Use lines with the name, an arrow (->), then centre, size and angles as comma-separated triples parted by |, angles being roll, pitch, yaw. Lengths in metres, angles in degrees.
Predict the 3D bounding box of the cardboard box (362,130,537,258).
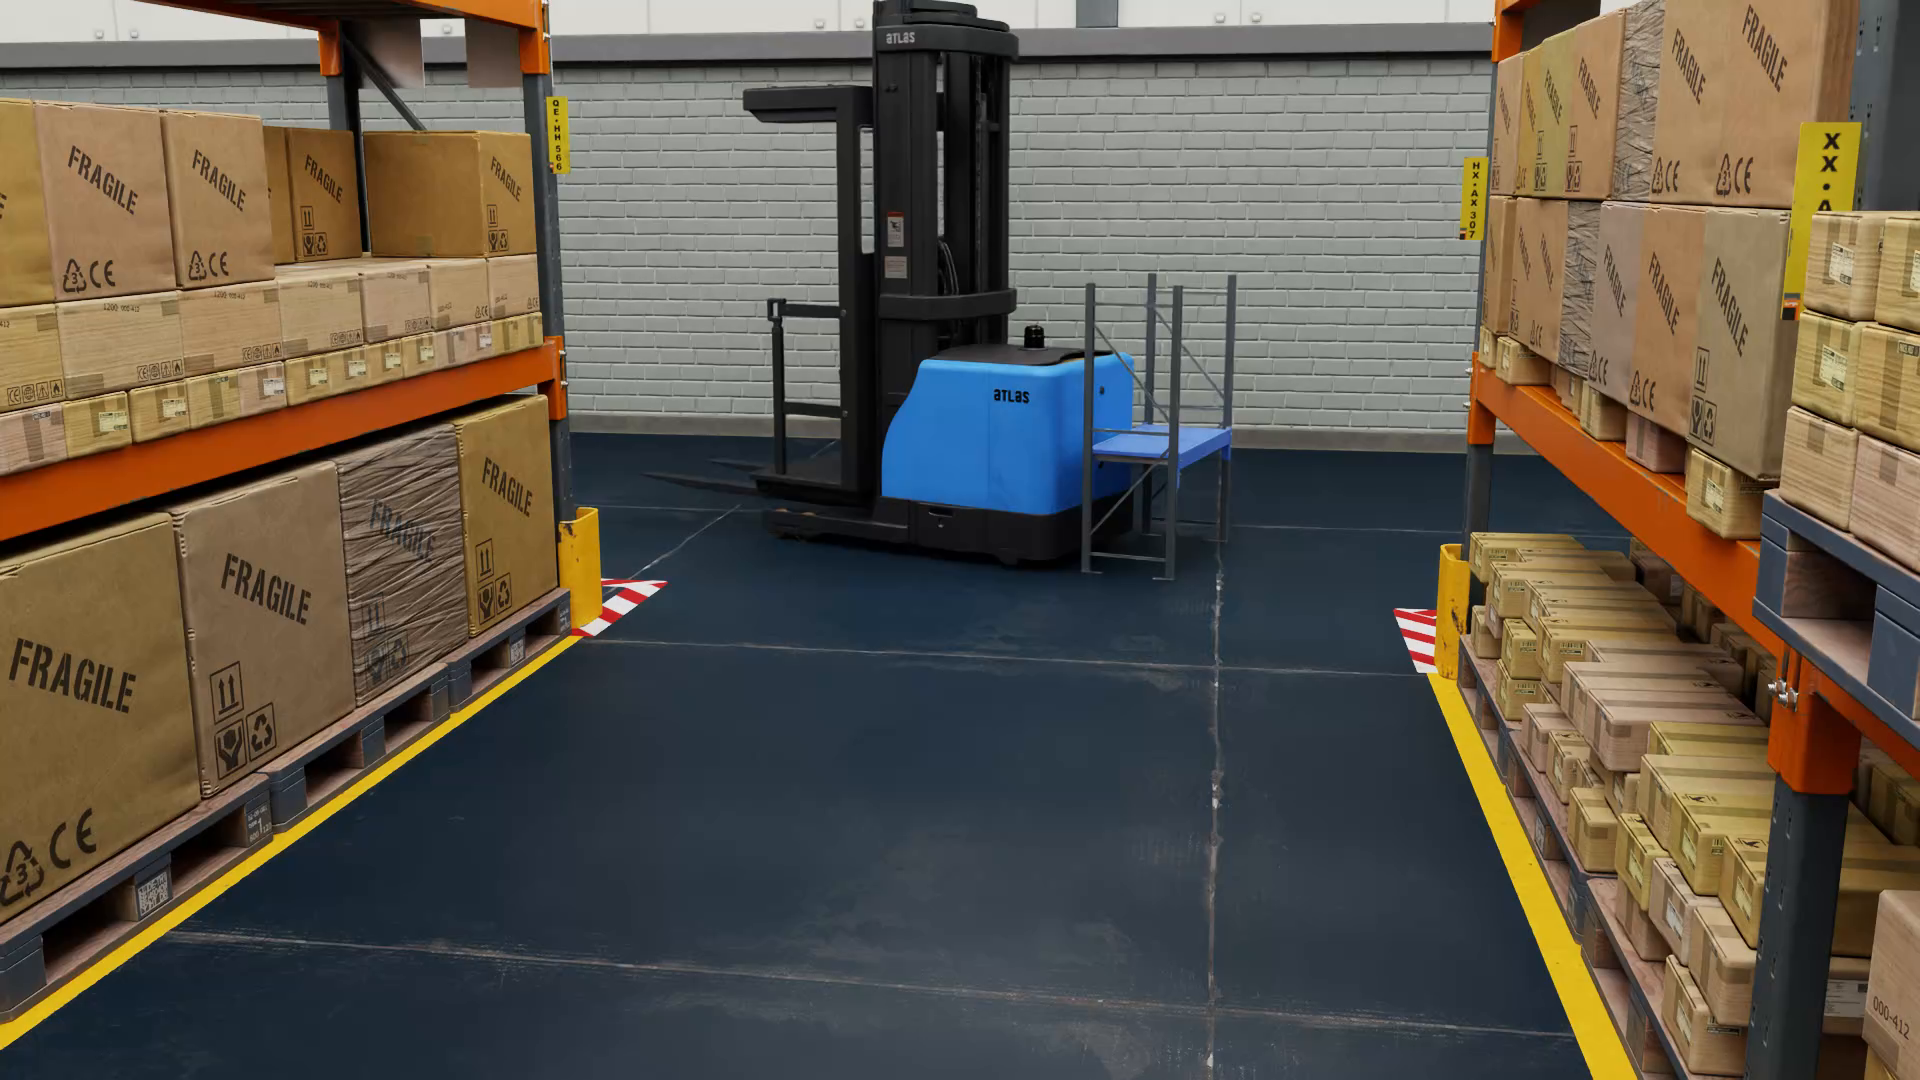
cardboard box -> -2.106, -1.434, 6.899 | 0.500, 0.500, 0.500 | 2, 12, 9

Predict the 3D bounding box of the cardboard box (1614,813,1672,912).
cardboard box -> 1.767, 0.763, 3.899 | 0.380, 0.149, 0.250 | 1, 12, 7

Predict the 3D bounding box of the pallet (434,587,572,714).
pallet -> -2.336, 0.426, 7.014 | 1.003, 0.211, 1.213 | 2, 12, 9

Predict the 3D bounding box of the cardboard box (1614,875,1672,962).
cardboard box -> 1.803, 0.896, 3.987 | 0.380, 0.149, 0.250 | 1, 12, 7

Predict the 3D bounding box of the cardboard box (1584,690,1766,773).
cardboard box -> 1.876, 0.506, 4.382 | 0.380, 0.149, 0.250 | 1, 12, 6

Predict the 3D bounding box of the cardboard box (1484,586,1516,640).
cardboard box -> 2.163, 0.275, 6.162 | 0.380, 0.149, 0.250 | 2, 12, 8

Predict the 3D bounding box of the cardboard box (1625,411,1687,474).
cardboard box -> 1.901, -0.257, 4.161 | 0.380, 0.149, 0.250 | 1, 12, 6

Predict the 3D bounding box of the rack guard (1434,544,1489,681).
rack guard -> 2.583, 0.314, 6.851 | 1.175, 0.500, 0.348 | 2, 12, 9

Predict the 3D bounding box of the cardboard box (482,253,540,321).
cardboard box -> -2.103, -1.068, 6.981 | 0.500, 0.250, 0.500 | 2, 12, 8

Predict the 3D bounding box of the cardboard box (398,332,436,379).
cardboard box -> -2.175, -0.685, 6.150 | 0.380, 0.149, 0.250 | 2, 12, 7

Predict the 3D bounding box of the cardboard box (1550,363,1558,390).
cardboard box -> 2.224, -0.577, 5.649 | 0.380, 0.149, 0.250 | 2, 12, 11

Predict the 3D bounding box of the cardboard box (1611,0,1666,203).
cardboard box -> 1.952, -1.095, 4.137 | 0.500, 0.500, 0.500 | 2, 12, 10

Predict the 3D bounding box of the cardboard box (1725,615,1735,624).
cardboard box -> 2.665, 0.310, 5.293 | 0.380, 0.149, 0.250 | 2, 12, 11

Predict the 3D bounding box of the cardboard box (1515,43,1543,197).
cardboard box -> 2.192, -1.417, 5.631 | 0.500, 0.500, 0.500 | 2, 12, 10

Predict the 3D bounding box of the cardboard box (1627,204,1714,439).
cardboard box -> 1.856, -0.504, 3.766 | 0.500, 0.500, 0.500 | 2, 12, 7

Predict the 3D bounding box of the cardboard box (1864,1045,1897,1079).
cardboard box -> 1.604, 1.071, 2.342 | 0.500, 0.500, 0.500 | 2, 12, 11

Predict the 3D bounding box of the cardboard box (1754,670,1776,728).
cardboard box -> 2.426, 0.467, 4.565 | 0.380, 0.149, 0.250 | 1, 12, 6

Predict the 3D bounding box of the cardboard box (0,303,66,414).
cardboard box -> -2.575, -0.434, 4.039 | 0.500, 0.250, 0.500 | 2, 12, 8

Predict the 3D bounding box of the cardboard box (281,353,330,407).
cardboard box -> -2.293, -0.526, 5.409 | 0.380, 0.149, 0.250 | 2, 12, 7

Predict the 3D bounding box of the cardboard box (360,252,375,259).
cardboard box -> -2.631, -1.087, 7.066 | 0.500, 0.250, 0.500 | 2, 12, 7

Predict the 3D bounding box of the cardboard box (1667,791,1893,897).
cardboard box -> 1.777, 0.669, 3.626 | 0.380, 0.149, 0.250 | 2, 12, 9

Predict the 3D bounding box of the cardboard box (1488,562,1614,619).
cardboard box -> 2.090, 0.181, 5.891 | 0.380, 0.149, 0.250 | 2, 12, 8

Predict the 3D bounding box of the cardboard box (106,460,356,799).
cardboard box -> -2.587, 0.238, 5.315 | 0.875, 0.875, 0.875 | 2, 12, 9

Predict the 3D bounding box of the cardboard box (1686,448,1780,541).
cardboard box -> 1.724, -0.093, 3.400 | 0.380, 0.149, 0.250 | 2, 12, 7

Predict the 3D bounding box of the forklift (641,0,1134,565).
forklift -> -0.534, -1.513, 9.557 | 3.031, 2.935, 1.130 | 8, 14, 32

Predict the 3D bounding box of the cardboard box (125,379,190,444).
cardboard box -> -2.412, -0.365, 4.665 | 0.380, 0.149, 0.250 | 2, 12, 7

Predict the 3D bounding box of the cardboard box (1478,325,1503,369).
cardboard box -> 2.221, -0.744, 6.424 | 0.380, 0.149, 0.250 | 2, 12, 8

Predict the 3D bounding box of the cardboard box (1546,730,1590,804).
cardboard box -> 1.973, 0.685, 4.963 | 0.380, 0.149, 0.250 | 2, 12, 9

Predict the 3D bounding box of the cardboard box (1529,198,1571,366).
cardboard box -> 2.108, -0.820, 5.235 | 0.500, 0.500, 0.500 | 2, 12, 9

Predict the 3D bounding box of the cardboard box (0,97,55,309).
cardboard box -> -2.579, -0.803, 3.970 | 0.500, 0.500, 0.500 | 2, 12, 9

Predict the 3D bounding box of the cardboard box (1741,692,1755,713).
cardboard box -> 2.593, 0.507, 5.084 | 0.380, 0.149, 0.250 | 3, 12, 11

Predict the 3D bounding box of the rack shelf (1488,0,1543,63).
rack shelf -> 2.287, -1.622, 4.489 | 1.077, 0.370, 4.000 | 2, 12, 9

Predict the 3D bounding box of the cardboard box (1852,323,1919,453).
cardboard box -> 1.427, -0.198, 2.186 | 0.380, 0.149, 0.250 | 2, 12, 8

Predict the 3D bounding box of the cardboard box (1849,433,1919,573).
cardboard box -> 1.428, -0.049, 2.199 | 0.380, 0.149, 0.250 | 2, 12, 10

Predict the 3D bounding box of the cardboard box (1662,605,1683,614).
cardboard box -> 2.702, 0.291, 6.088 | 0.380, 0.149, 0.250 | 2, 12, 7

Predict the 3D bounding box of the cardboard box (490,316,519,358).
cardboard box -> -2.058, -0.844, 6.886 | 0.380, 0.149, 0.250 | 2, 12, 9

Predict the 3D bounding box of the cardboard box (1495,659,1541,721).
cardboard box -> 2.060, 0.522, 5.722 | 0.380, 0.149, 0.250 | 2, 12, 9

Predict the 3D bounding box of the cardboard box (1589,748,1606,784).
cardboard box -> 1.984, 0.605, 4.631 | 0.380, 0.149, 0.250 | 1, 12, 6

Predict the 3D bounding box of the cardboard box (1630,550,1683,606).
cardboard box -> 2.669, 0.142, 6.071 | 0.380, 0.149, 0.250 | 2, 12, 10

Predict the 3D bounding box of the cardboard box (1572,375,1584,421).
cardboard box -> 2.032, -0.418, 4.909 | 0.380, 0.149, 0.250 | 2, 12, 11

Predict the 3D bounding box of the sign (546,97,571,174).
sign -> -1.756, -1.767, 7.262 | 0.100, 0.325, 0.005 | 2, 12, 9

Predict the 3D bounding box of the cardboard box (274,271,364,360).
cardboard box -> -2.335, -0.748, 5.495 | 0.500, 0.250, 0.500 | 2, 12, 9

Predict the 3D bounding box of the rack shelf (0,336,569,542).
rack shelf -> -2.598, -0.338, 5.648 | 1.077, 0.370, 4.000 | 2, 12, 9

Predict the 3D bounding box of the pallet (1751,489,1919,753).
pallet -> 1.718, 0.157, 2.101 | 1.003, 0.211, 1.213 | 2, 12, 9

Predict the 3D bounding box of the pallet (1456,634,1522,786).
pallet -> 2.423, 0.623, 6.102 | 1.003, 0.211, 1.213 | 2, 12, 9

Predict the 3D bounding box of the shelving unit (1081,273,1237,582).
shelving unit -> 1.076, -0.642, 8.911 | 0.538, 1.500, 1.048 | 5, 13, 24

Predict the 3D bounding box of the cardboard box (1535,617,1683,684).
cardboard box -> 1.996, 0.346, 5.125 | 0.380, 0.149, 0.250 | 2, 12, 10

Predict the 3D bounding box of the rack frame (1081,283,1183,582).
rack frame -> 0.868, -0.544, 8.457 | 0.500, 1.500, 0.032 | 5, 13, 24

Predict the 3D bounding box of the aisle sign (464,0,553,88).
aisle sign -> -1.983, -2.382, 7.255 | 0.394, 0.787, 0.004 | 2, 12, 9
